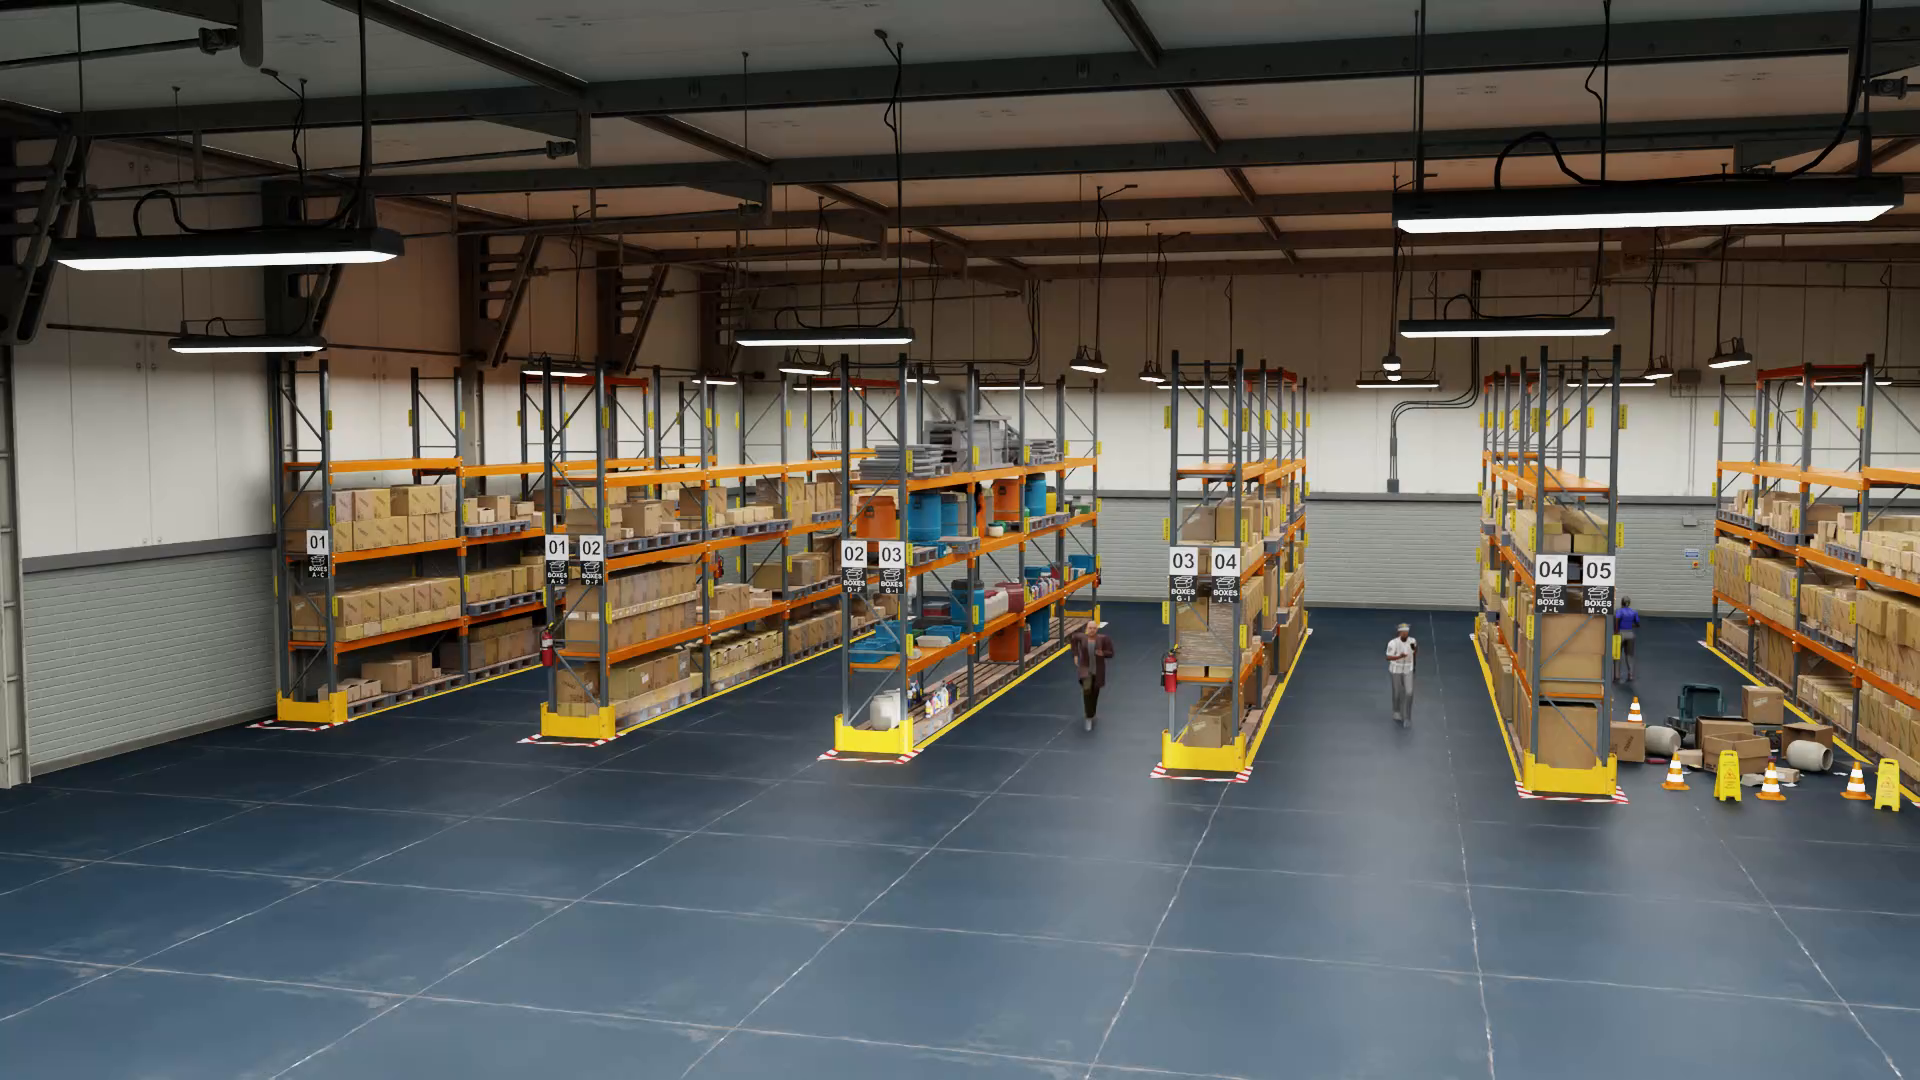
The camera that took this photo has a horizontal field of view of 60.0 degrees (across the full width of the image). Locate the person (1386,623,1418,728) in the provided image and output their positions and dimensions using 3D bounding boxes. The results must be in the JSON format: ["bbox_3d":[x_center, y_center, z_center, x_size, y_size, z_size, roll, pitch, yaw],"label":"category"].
[{"bbox_3d":[7.259,2.215,27.336,0.559,1.754,0.842,0,4,5],"label":"person"}]

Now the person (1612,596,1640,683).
[{"bbox_3d":[12.585,1.914,31.435,0.564,1.710,0.789,0,4,7],"label":"person"}]

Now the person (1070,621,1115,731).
[{"bbox_3d":[2.158,2.185,27.188,0.697,1.794,1.035,0,4,0],"label":"person"}]

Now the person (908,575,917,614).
[{"bbox_3d":[-1.371,1.037,43.157,0.656,1.745,0.607,-3,5,-35],"label":"person"}]
